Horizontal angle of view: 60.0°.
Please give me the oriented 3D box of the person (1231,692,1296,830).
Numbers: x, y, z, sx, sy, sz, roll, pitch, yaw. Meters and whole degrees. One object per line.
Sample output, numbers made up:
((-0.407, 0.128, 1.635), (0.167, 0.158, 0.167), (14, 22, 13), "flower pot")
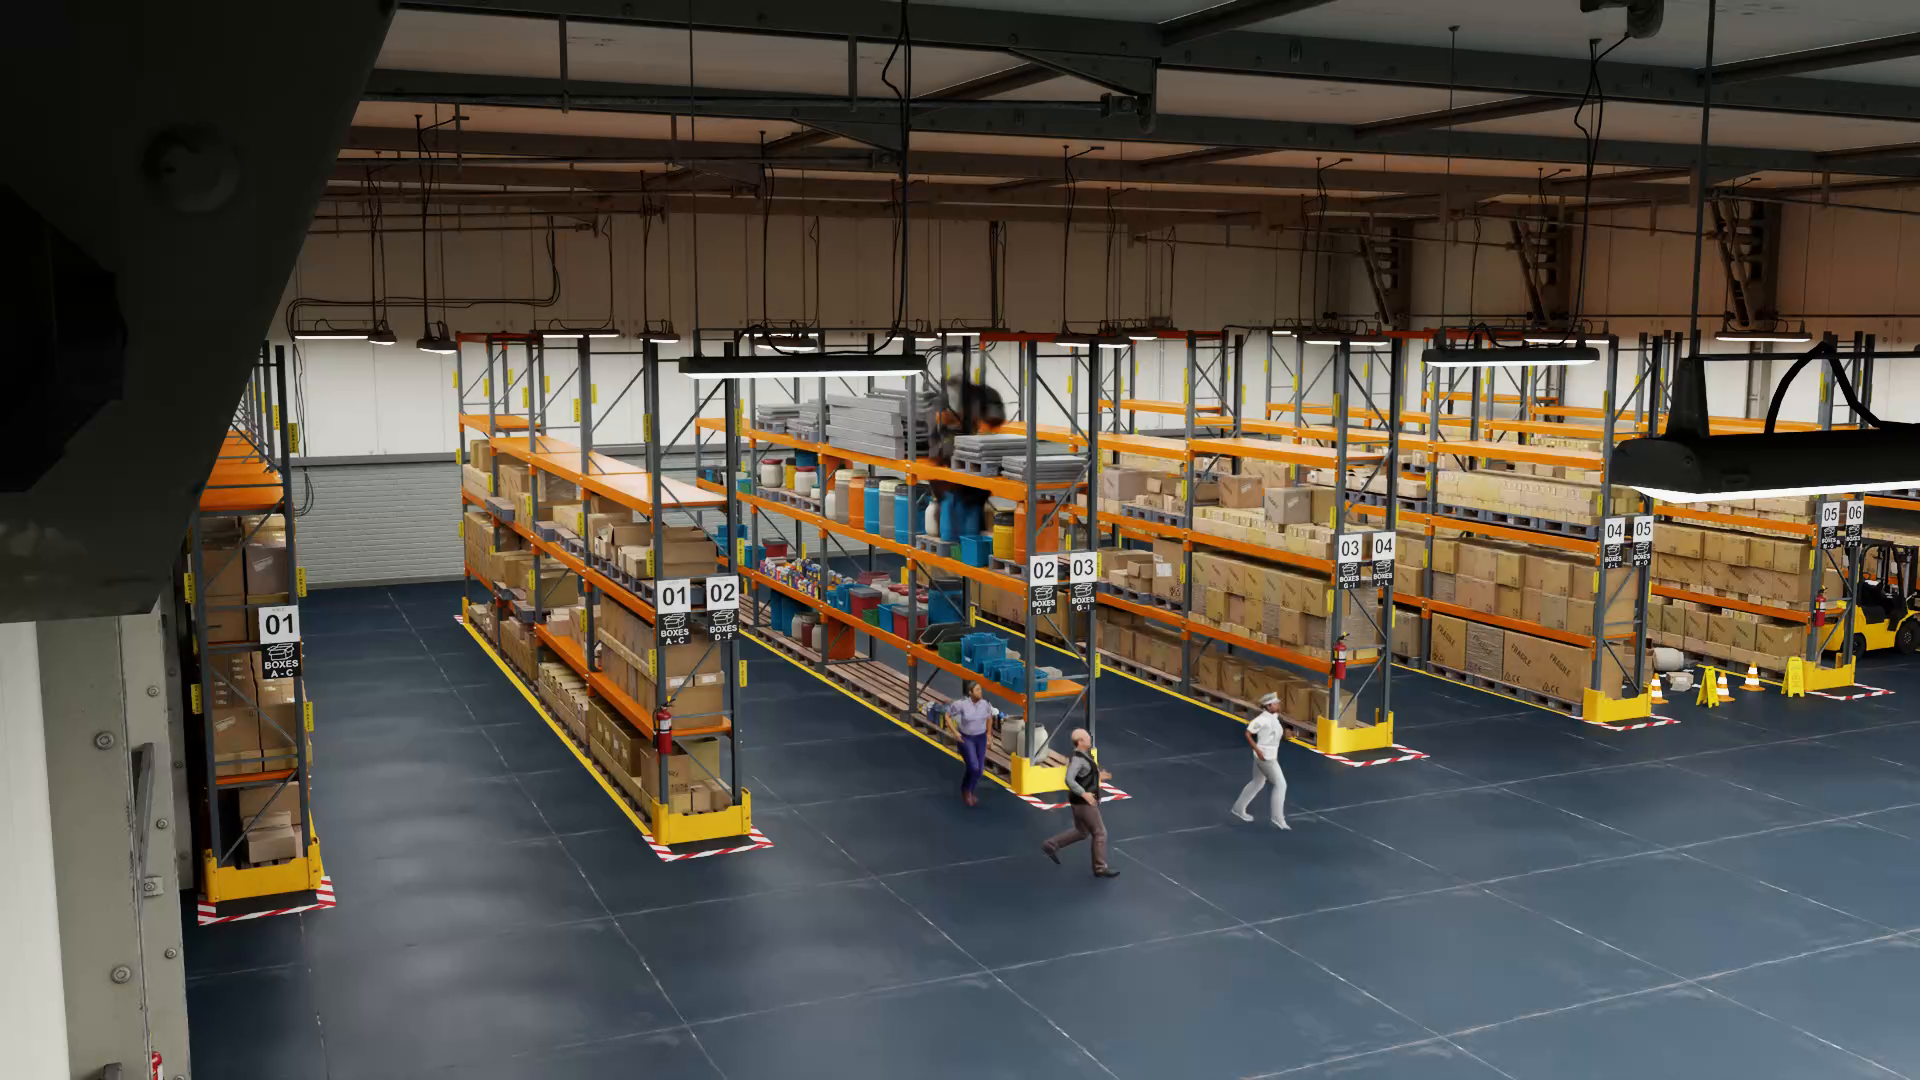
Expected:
((3.771, 2.731, 20.672), (0.770, 1.762, 0.550), (2, 8, 13), "person")

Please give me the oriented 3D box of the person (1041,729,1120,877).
((1.371, 2.937, 18.782), (0.896, 1.641, 0.668), (0, 8, 1), "person")

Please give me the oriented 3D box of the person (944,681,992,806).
((0.173, 2.639, 21.557), (0.625, 1.605, 0.600), (-5, 9, -30), "person")
